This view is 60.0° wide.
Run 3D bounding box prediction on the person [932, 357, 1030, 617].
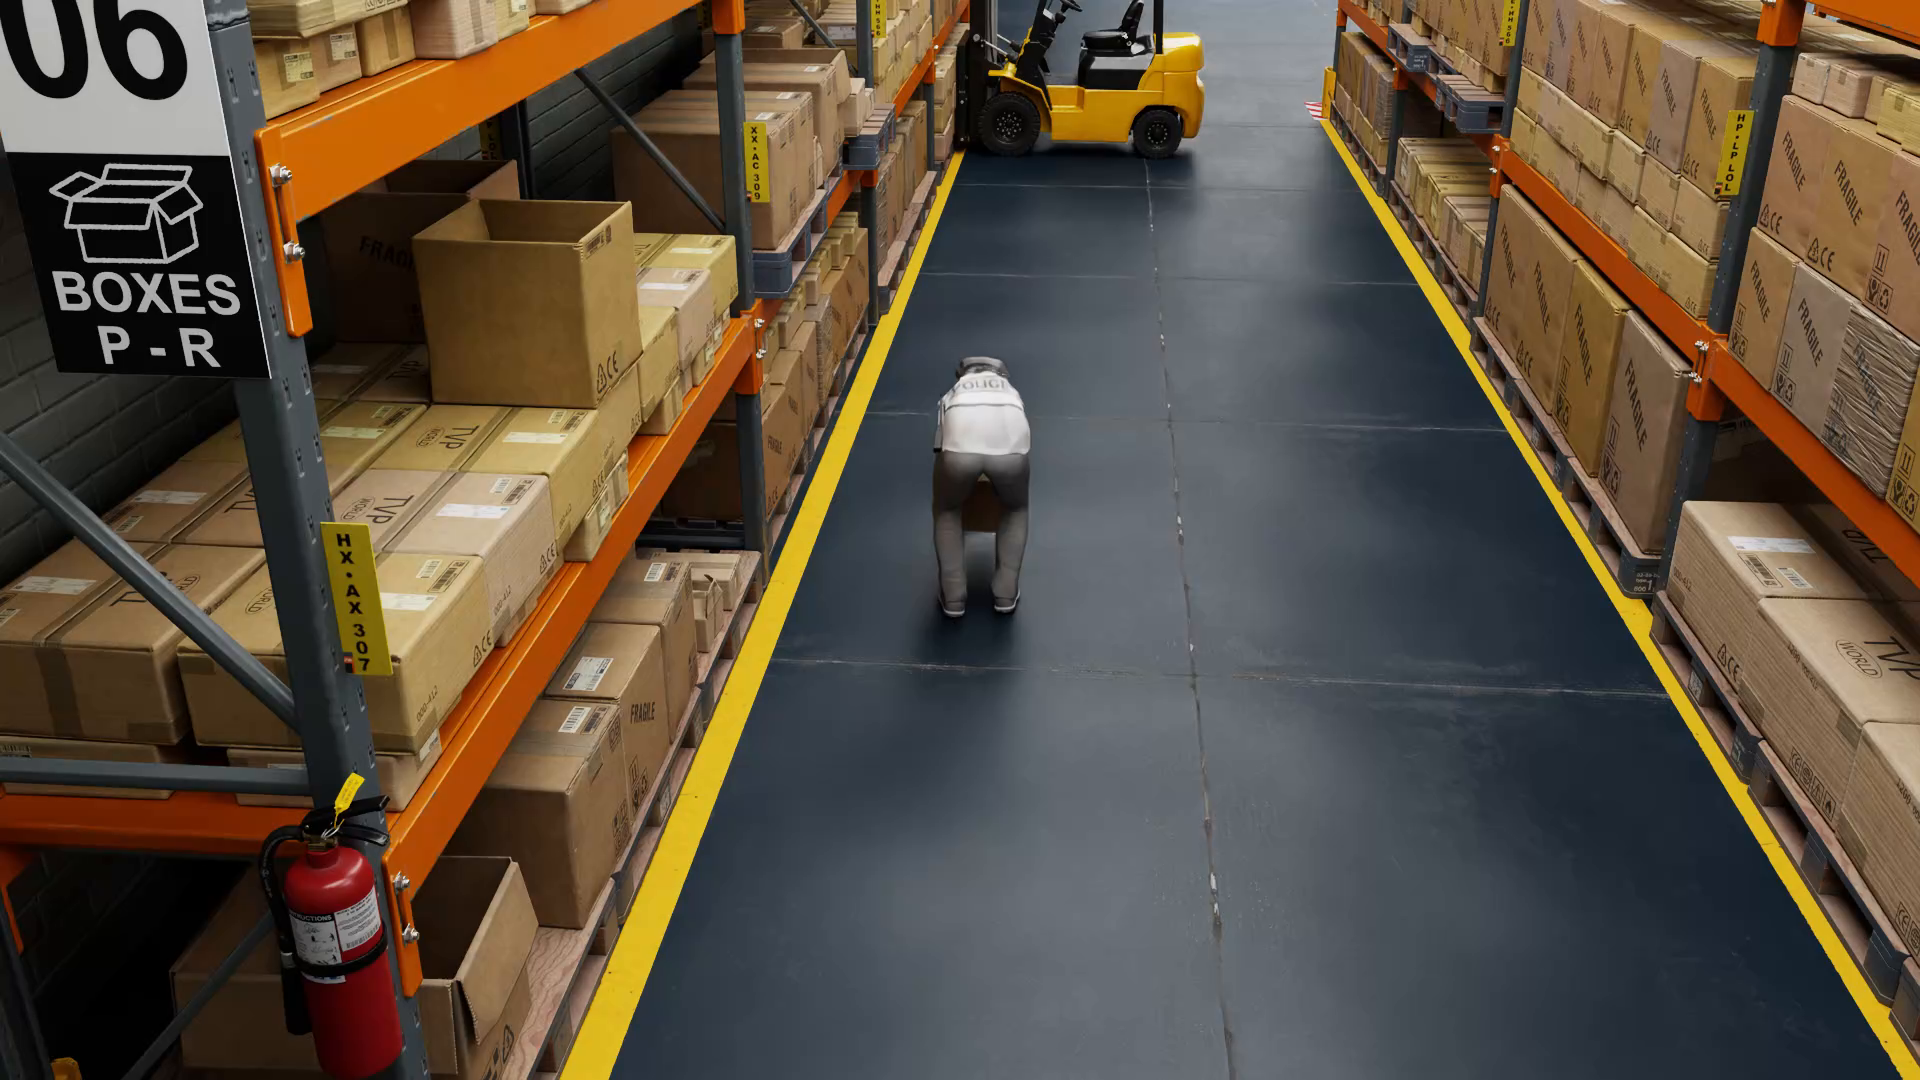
[{"bbox_3d":[0.091,-0.250,7.422,0.431,1.022,0.938,0,25,0],"label":"person"}]
